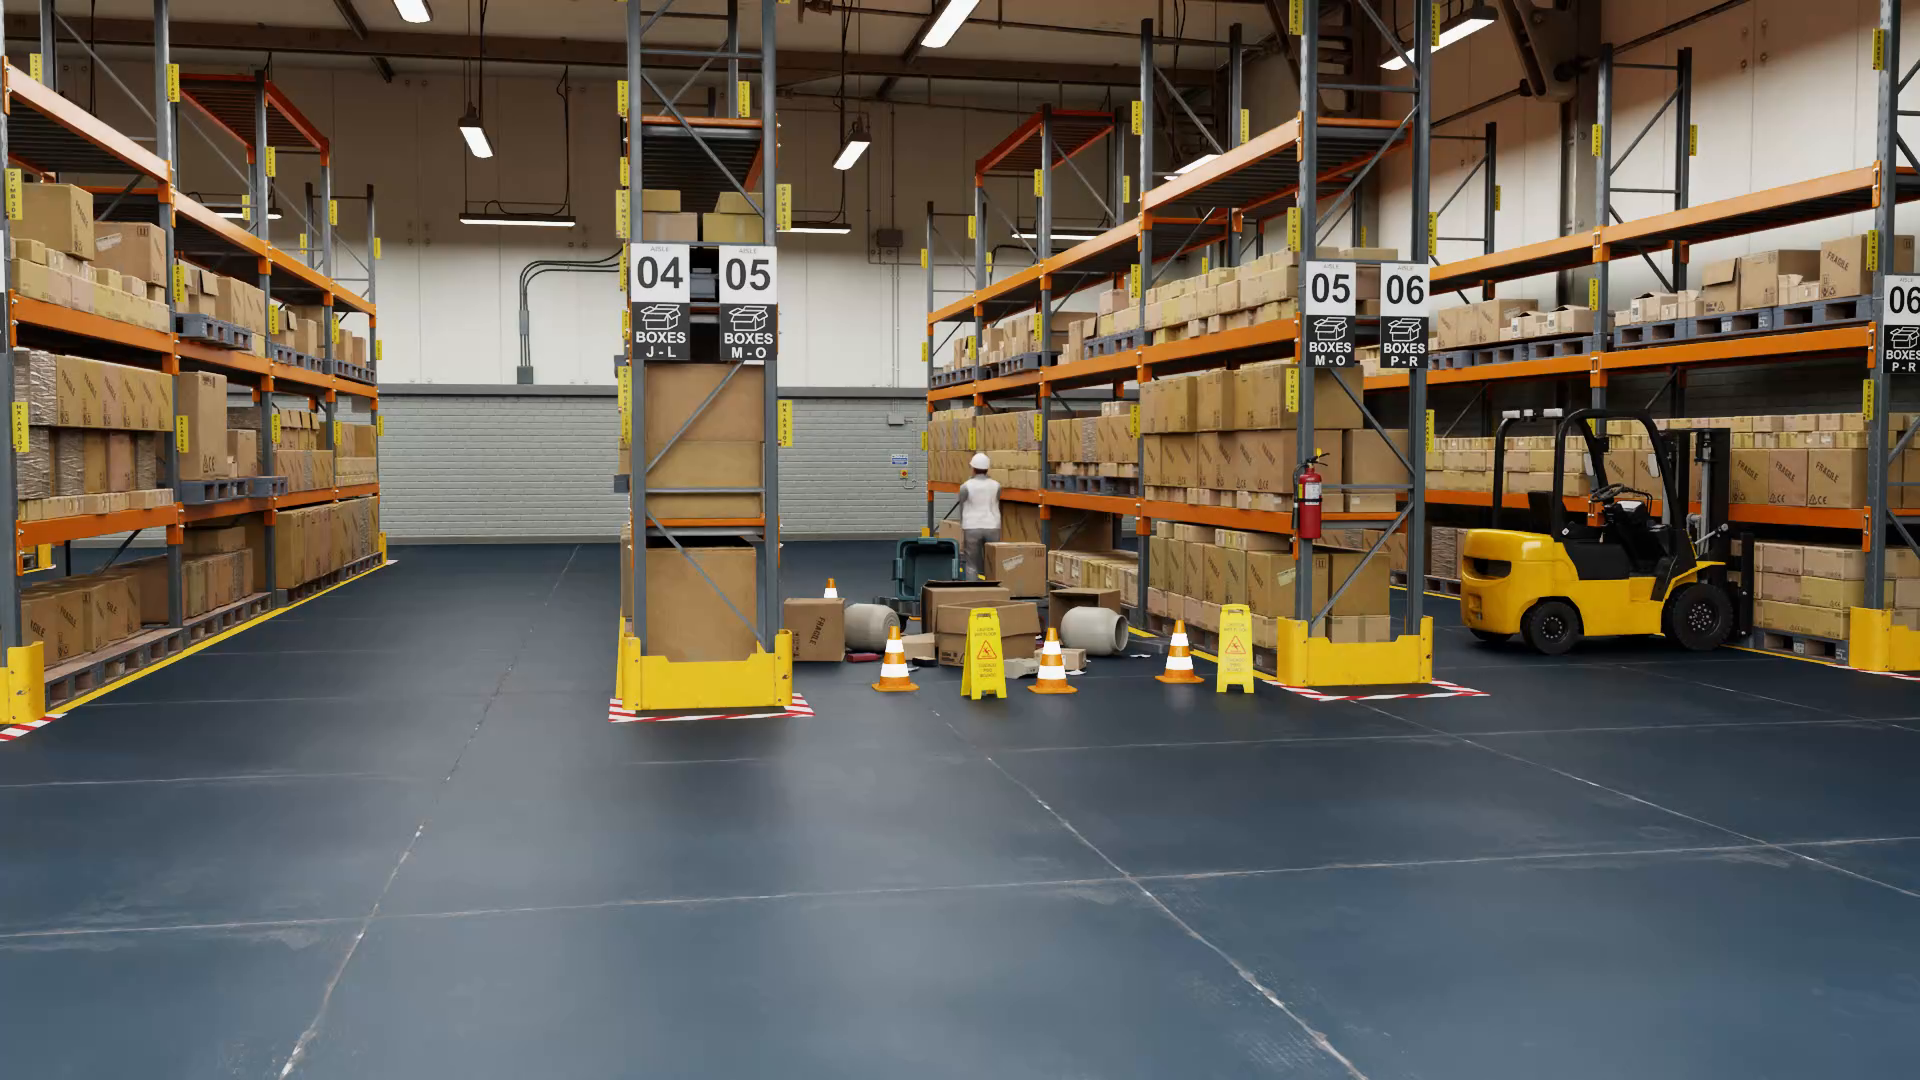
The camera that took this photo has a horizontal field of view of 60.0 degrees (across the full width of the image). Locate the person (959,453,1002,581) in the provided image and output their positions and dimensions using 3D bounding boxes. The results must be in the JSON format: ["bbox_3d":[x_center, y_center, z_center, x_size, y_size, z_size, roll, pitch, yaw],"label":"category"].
[{"bbox_3d":[0.211,-0.108,18.990,0.494,1.767,0.545,-1,3,-11],"label":"person"}]
